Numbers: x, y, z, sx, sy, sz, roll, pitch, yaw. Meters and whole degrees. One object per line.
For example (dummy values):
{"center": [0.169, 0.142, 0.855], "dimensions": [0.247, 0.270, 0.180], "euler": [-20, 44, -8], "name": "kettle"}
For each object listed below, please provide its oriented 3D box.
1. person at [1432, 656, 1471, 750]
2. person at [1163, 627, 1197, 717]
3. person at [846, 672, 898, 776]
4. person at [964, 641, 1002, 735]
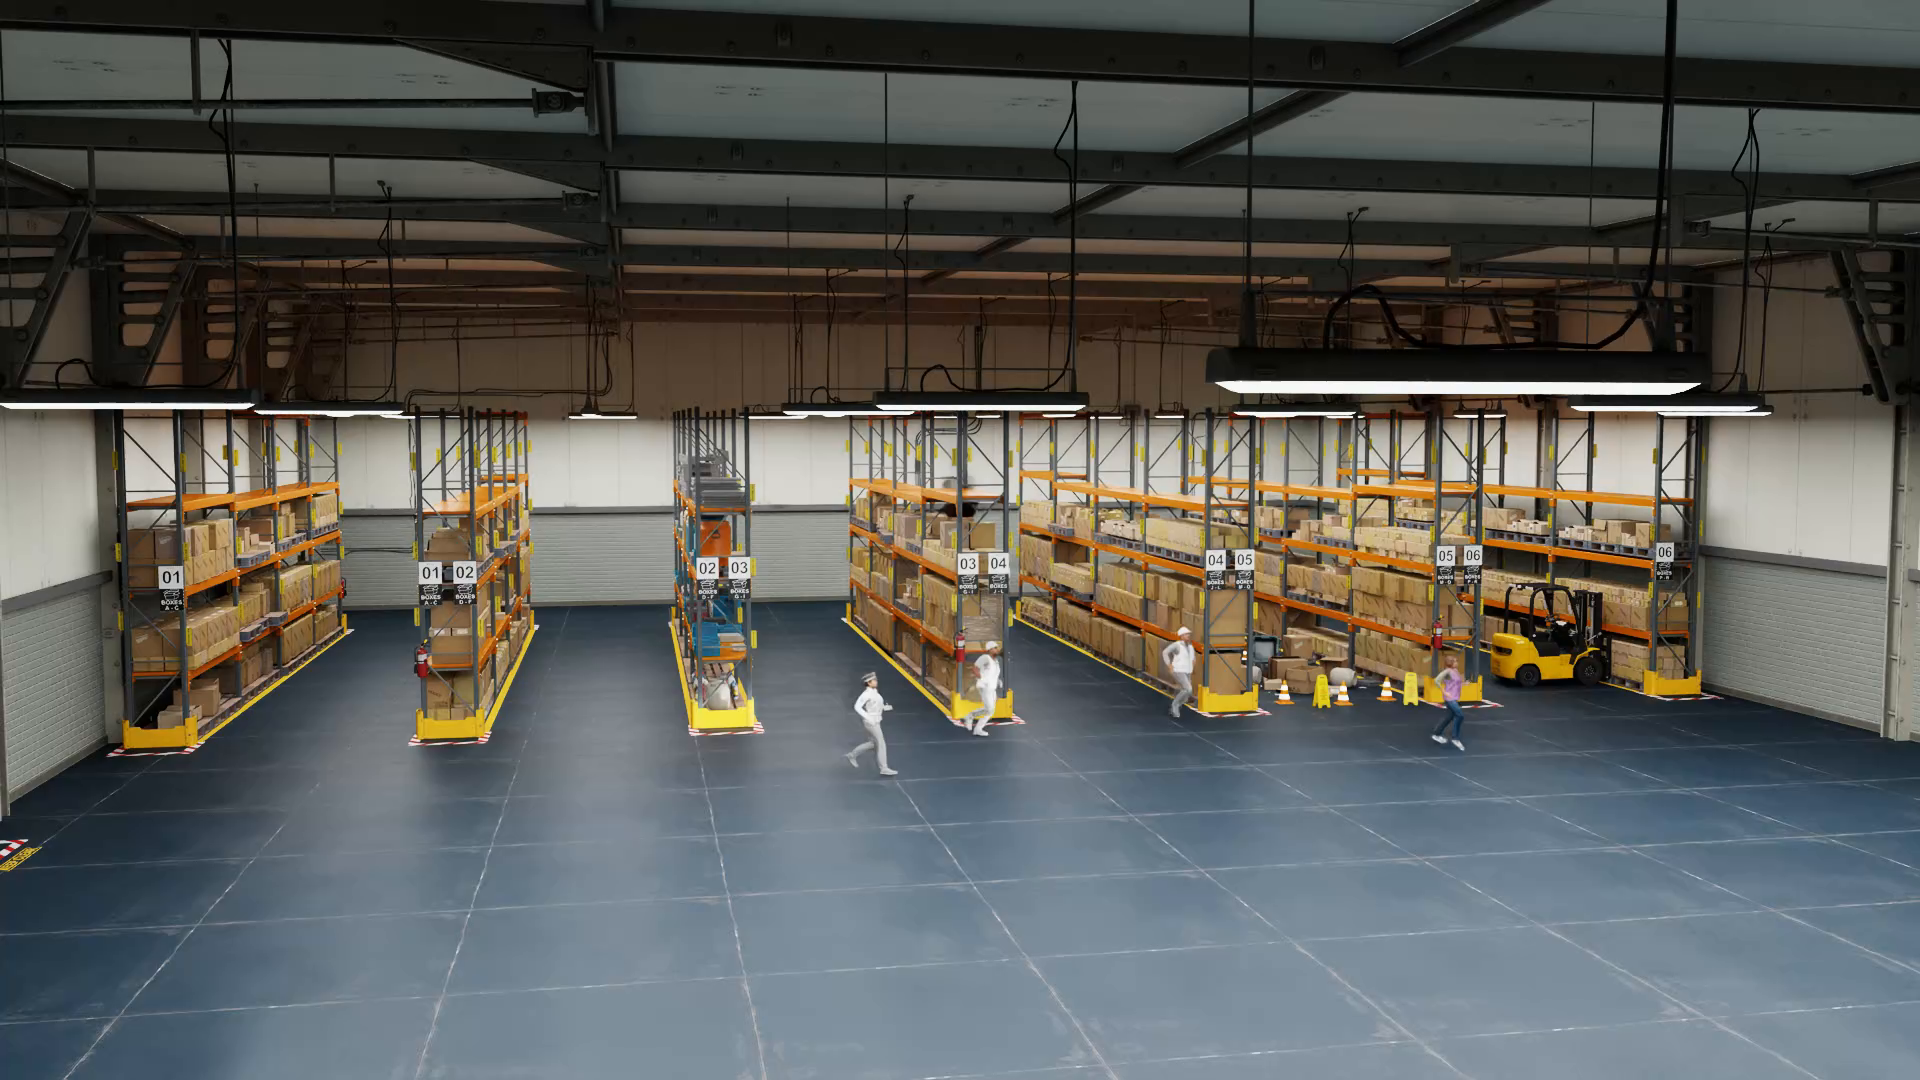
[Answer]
{"center": [8.624, 2.855, 29.213], "dimensions": [0.681, 1.620, 0.520], "euler": [3, 5, 32], "name": "person"}
{"center": [4.342, 2.569, 32.266], "dimensions": [0.654, 1.736, 0.609], "euler": [-4, 6, -44], "name": "person"}
{"center": [-1.417, 2.958, 26.918], "dimensions": [0.847, 1.670, 0.622], "euler": [1, 4, 12], "name": "person"}
{"center": [0.470, 2.705, 30.547], "dimensions": [0.608, 1.688, 0.737], "euler": [2, 5, 28], "name": "person"}
